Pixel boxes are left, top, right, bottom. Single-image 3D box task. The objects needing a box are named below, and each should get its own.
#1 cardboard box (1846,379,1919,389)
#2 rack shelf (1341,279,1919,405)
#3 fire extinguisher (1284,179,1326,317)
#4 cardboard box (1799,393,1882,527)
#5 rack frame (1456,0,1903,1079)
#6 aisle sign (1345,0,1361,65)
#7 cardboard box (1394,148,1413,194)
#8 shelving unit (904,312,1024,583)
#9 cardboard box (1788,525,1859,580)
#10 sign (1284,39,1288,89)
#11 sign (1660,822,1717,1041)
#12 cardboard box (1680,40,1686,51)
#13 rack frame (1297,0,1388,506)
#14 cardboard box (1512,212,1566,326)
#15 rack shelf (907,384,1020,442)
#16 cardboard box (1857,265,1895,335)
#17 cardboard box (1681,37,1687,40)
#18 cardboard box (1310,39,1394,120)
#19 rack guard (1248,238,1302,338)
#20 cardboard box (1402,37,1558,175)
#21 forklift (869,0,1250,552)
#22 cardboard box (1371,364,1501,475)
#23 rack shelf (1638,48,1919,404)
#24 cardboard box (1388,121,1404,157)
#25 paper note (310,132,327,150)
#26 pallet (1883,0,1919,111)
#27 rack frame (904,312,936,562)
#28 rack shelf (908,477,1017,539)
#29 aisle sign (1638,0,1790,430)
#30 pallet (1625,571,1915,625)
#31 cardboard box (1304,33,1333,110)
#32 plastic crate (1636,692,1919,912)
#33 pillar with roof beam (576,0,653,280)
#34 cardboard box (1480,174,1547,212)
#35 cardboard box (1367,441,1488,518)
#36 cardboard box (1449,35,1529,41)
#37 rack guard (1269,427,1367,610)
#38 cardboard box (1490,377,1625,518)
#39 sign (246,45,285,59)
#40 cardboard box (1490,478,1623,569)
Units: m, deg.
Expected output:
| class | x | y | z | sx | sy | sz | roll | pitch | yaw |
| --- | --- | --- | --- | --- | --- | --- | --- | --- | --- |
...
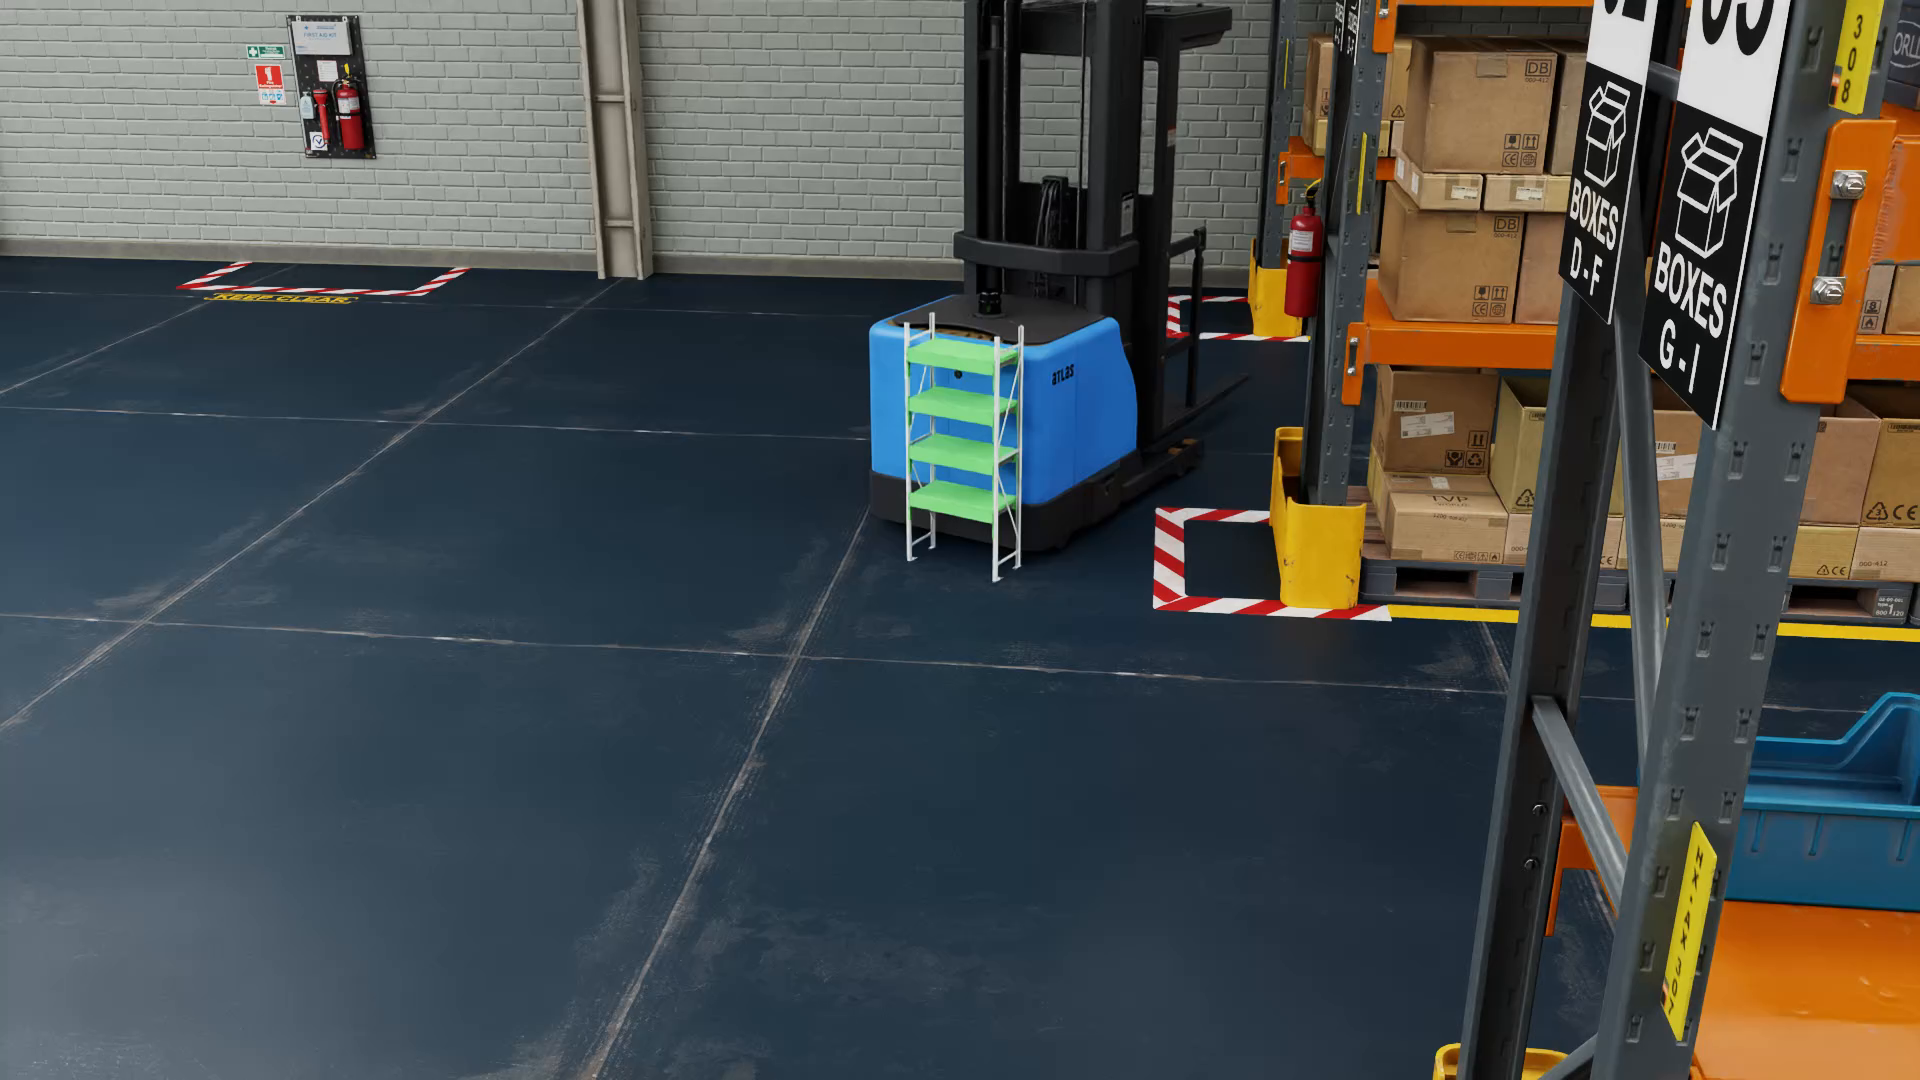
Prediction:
| class | x | y | z | sx | sy | sz | roll | pitch | yaw |
| --- | --- | --- | --- | --- | --- | --- | --- | --- | --- |
| cardboard box | 4.303 | -0.562 | 7.930 | 0.500 | 0.500 | 0.500 | 2 | 22 | 6 |
| rack shelf | 3.733 | -0.871 | 7.541 | 4.000 | 0.370 | 1.077 | 2 | 22 | 6 |
| fire extinguisher | 1.685 | -1.431 | 8.084 | 0.183 | 0.674 | 0.296 | 2 | 22 | 6 |
| cardboard box | 3.743 | -0.387 | 7.487 | 0.500 | 0.500 | 0.500 | 2 | 22 | 6 |
| rack frame | 1.160 | 0.518 | 3.051 | 0.053 | 2.616 | 0.949 | 2 | 22 | 6 |
| aisle sign | 1.646 | -2.392 | 6.874 | 0.004 | 0.787 | 0.394 | 2 | 22 | 6 |
| cardboard box | 2.149 | -1.693 | 7.624 | 0.250 | 0.149 | 0.380 | 2 | 22 | 5 |
| shelving unit | 0.018 | -0.440 | 7.922 | 0.503 | 1.200 | 0.258 | 13 | 25 | 29 |
| cardboard box | 3.743 | -0.039 | 7.626 | 0.500 | 0.250 | 0.500 | 2 | 22 | 6 |
| sign | 2.263 | -3.305 | 11.543 | 0.005 | 0.325 | 0.100 | 2 | 22 | 6 |
| sign | 1.092 | 0.588 | 2.495 | 0.005 | 0.325 | 0.100 | 2 | 22 | 6 |
| cardboard box | 3.286 | -1.872 | 7.195 | 0.500 | 0.500 | 0.700 | 3 | 22 | 7 |
| rack frame | 1.747 | -1.292 | 7.628 | 0.127 | 3.000 | 1.000 | 2 | 22 | 6 |
| cardboard box | 2.732 | -1.293 | 7.493 | 0.500 | 0.500 | 0.700 | 3 | 22 | 8 |
| rack shelf | 0.018 | -0.604 | 7.857 | 0.480 | 0.148 | 0.258 | 13 | 25 | 29 |
| cardboard box | 3.747 | -1.248 | 7.380 | 0.500 | 0.500 | 0.700 | 3 | 22 | 8 |
| cardboard box | 5.343 | -3.336 | 11.956 | 0.500 | 0.500 | 0.500 | 2 | 22 | 6 |
| cardboard box | 2.765 | -3.259 | 11.759 | 0.500 | 0.500 | 0.500 | 3 | 22 | 6 |
| rack guard | 2.402 | -1.935 | 12.654 | 0.348 | 0.500 | 1.175 | 2 | 22 | 6 |
| cardboard box | 2.262 | -1.915 | 7.302 | 0.500 | 0.500 | 0.700 | 3 | 22 | 6 |
| forklift | 0.742 | -1.798 | 9.002 | 1.130 | 2.935 | 3.031 | 13 | 25 | 30 |
| cardboard box | 2.315 | -0.643 | 8.134 | 0.500 | 0.500 | 0.500 | 2 | 22 | 6 |
| rack shelf | 3.147 | -0.457 | 2.416 | 4.000 | 0.370 | 1.077 | 2 | 22 | 6 |
| cardboard box | 3.291 | -2.886 | 11.836 | 0.500 | 0.250 | 0.500 | 2 | 22 | 5 |
| paper note | -5.452 | -3.390 | 14.133 | 0.142 | 0.148 | 0.016 | 2 | 22 | 6 |
| pallet | 1.971 | -0.719 | 2.356 | 1.213 | 0.211 | 1.003 | 2 | 22 | 6 |
| rack frame | -0.190 | -0.487 | 8.040 | 0.015 | 1.200 | 0.240 | 13 | 25 | 29 |
| rack shelf | 0.018 | -0.158 | 8.033 | 0.480 | 0.148 | 0.258 | 13 | 25 | 29 |
| aisle sign | 1.055 | -0.589 | 2.313 | 0.004 | 0.787 | 0.394 | 2 | 22 | 6 |
| pallet | 3.720 | 0.076 | 7.960 | 1.213 | 0.211 | 1.003 | 2 | 22 | 6 |
| cardboard box | 2.820 | -3.446 | 12.234 | 0.500 | 0.500 | 0.500 | 2 | 22 | 6 |
| plastic crate | 1.693 | 0.498 | 3.303 | 0.616 | 0.251 | 0.499 | 2 | 22 | 6 |
| pillar with roof beam | -3.341 | -4.864 | 8.503 | 0.400 | 9.000 | 9.100 | 2 | 22 | 6 |
| cardboard box | 2.374 | -1.534 | 7.222 | 0.250 | 0.149 | 0.380 | 2 | 22 | 5 |
| cardboard box | 2.315 | -0.293 | 8.270 | 0.500 | 0.250 | 0.500 | 2 | 22 | 6 |
| cardboard box | 3.832 | -3.400 | 12.117 | 0.500 | 0.500 | 0.500 | 2 | 22 | 5 |
| rack guard | 1.724 | -0.130 | 8.090 | 0.348 | 0.500 | 1.175 | 2 | 22 | 6 |
| cardboard box | 2.750 | -0.432 | 7.601 | 0.500 | 0.500 | 0.500 | 2 | 22 | 6 |
| sign | -5.818 | -4.088 | 13.930 | 0.331 | 0.109 | 0.001 | 2 | 22 | 6 |
| cardboard box | 2.751 | -0.084 | 7.741 | 0.500 | 0.250 | 0.500 | 2 | 22 | 6 |
